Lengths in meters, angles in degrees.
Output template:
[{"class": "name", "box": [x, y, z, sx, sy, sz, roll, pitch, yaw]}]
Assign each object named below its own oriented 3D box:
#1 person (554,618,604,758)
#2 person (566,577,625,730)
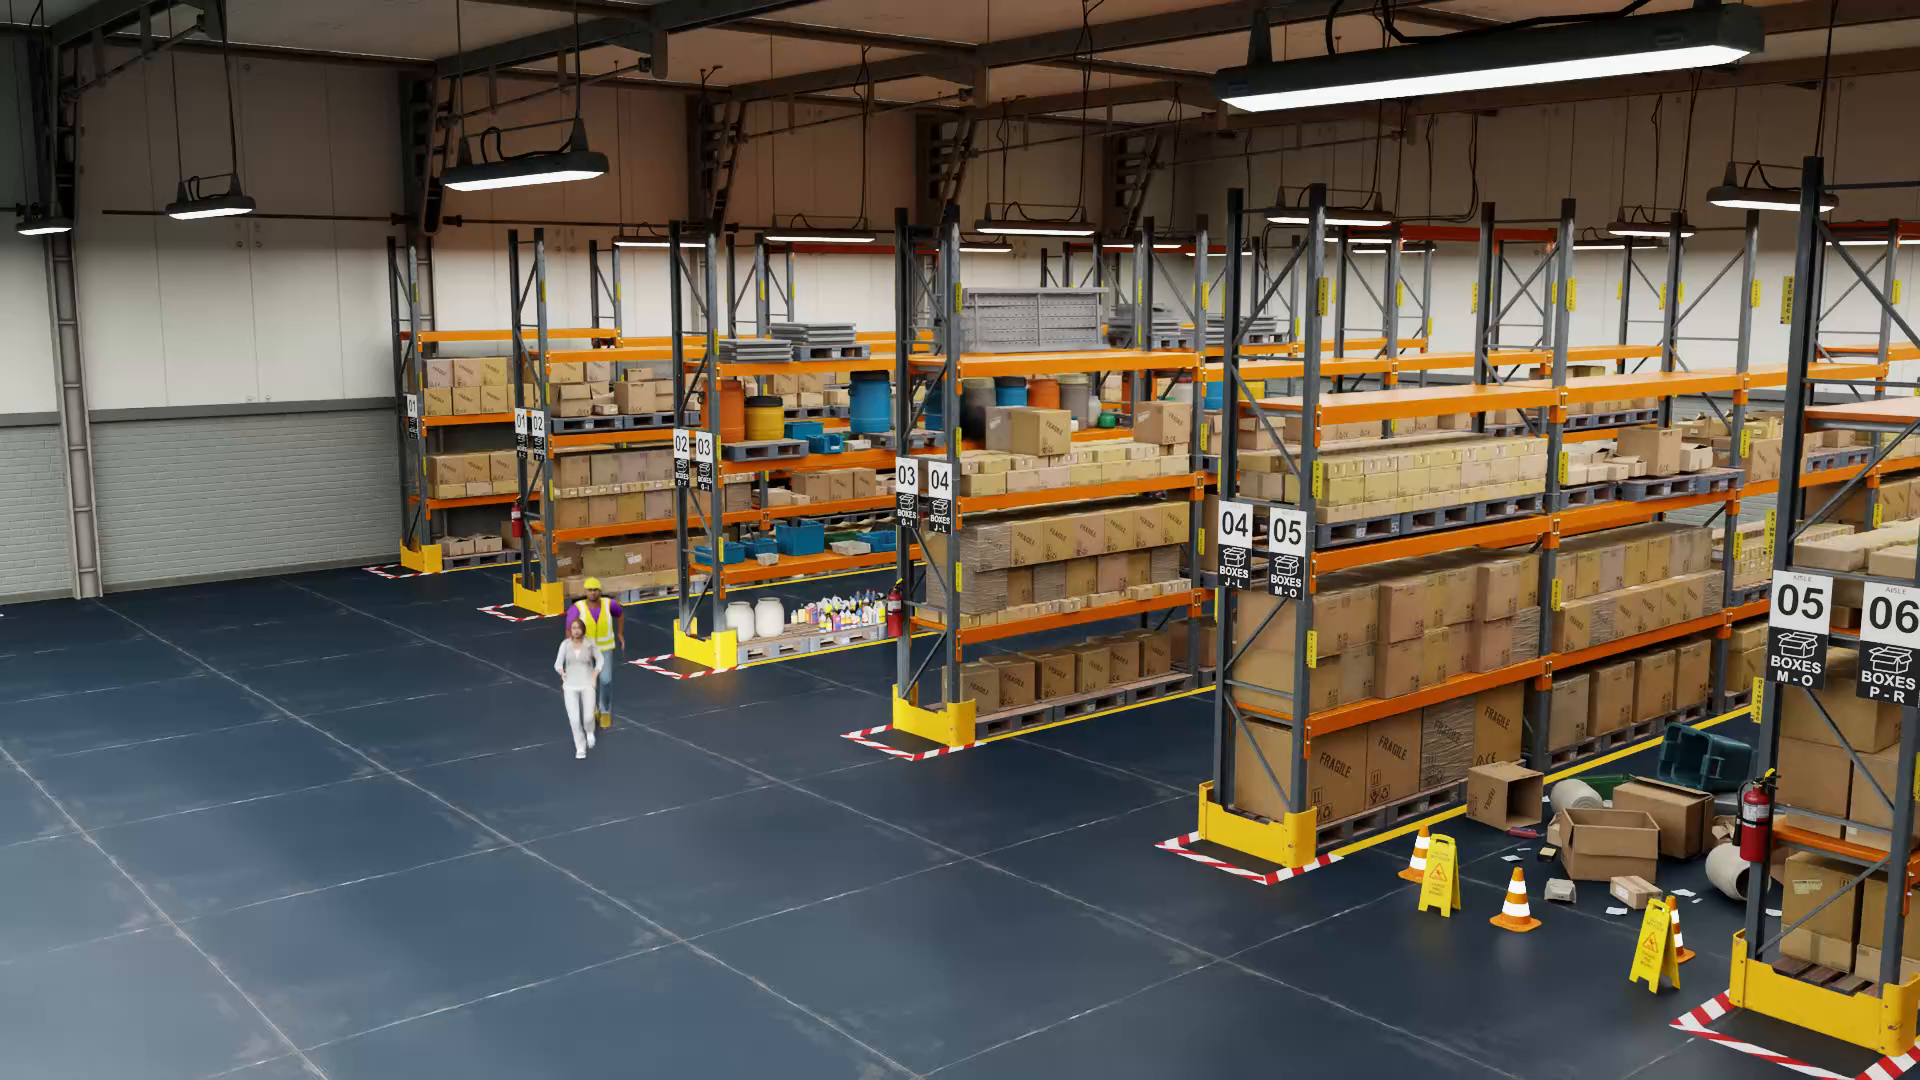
[{"class": "person", "box": [-4.156, 1.624, 18.165, 0.529, 1.548, 0.551, -1, 9, -8]}, {"class": "person", "box": [-4.261, 1.322, 19.474, 0.668, 1.808, 0.823, -2, 9, -12]}]
